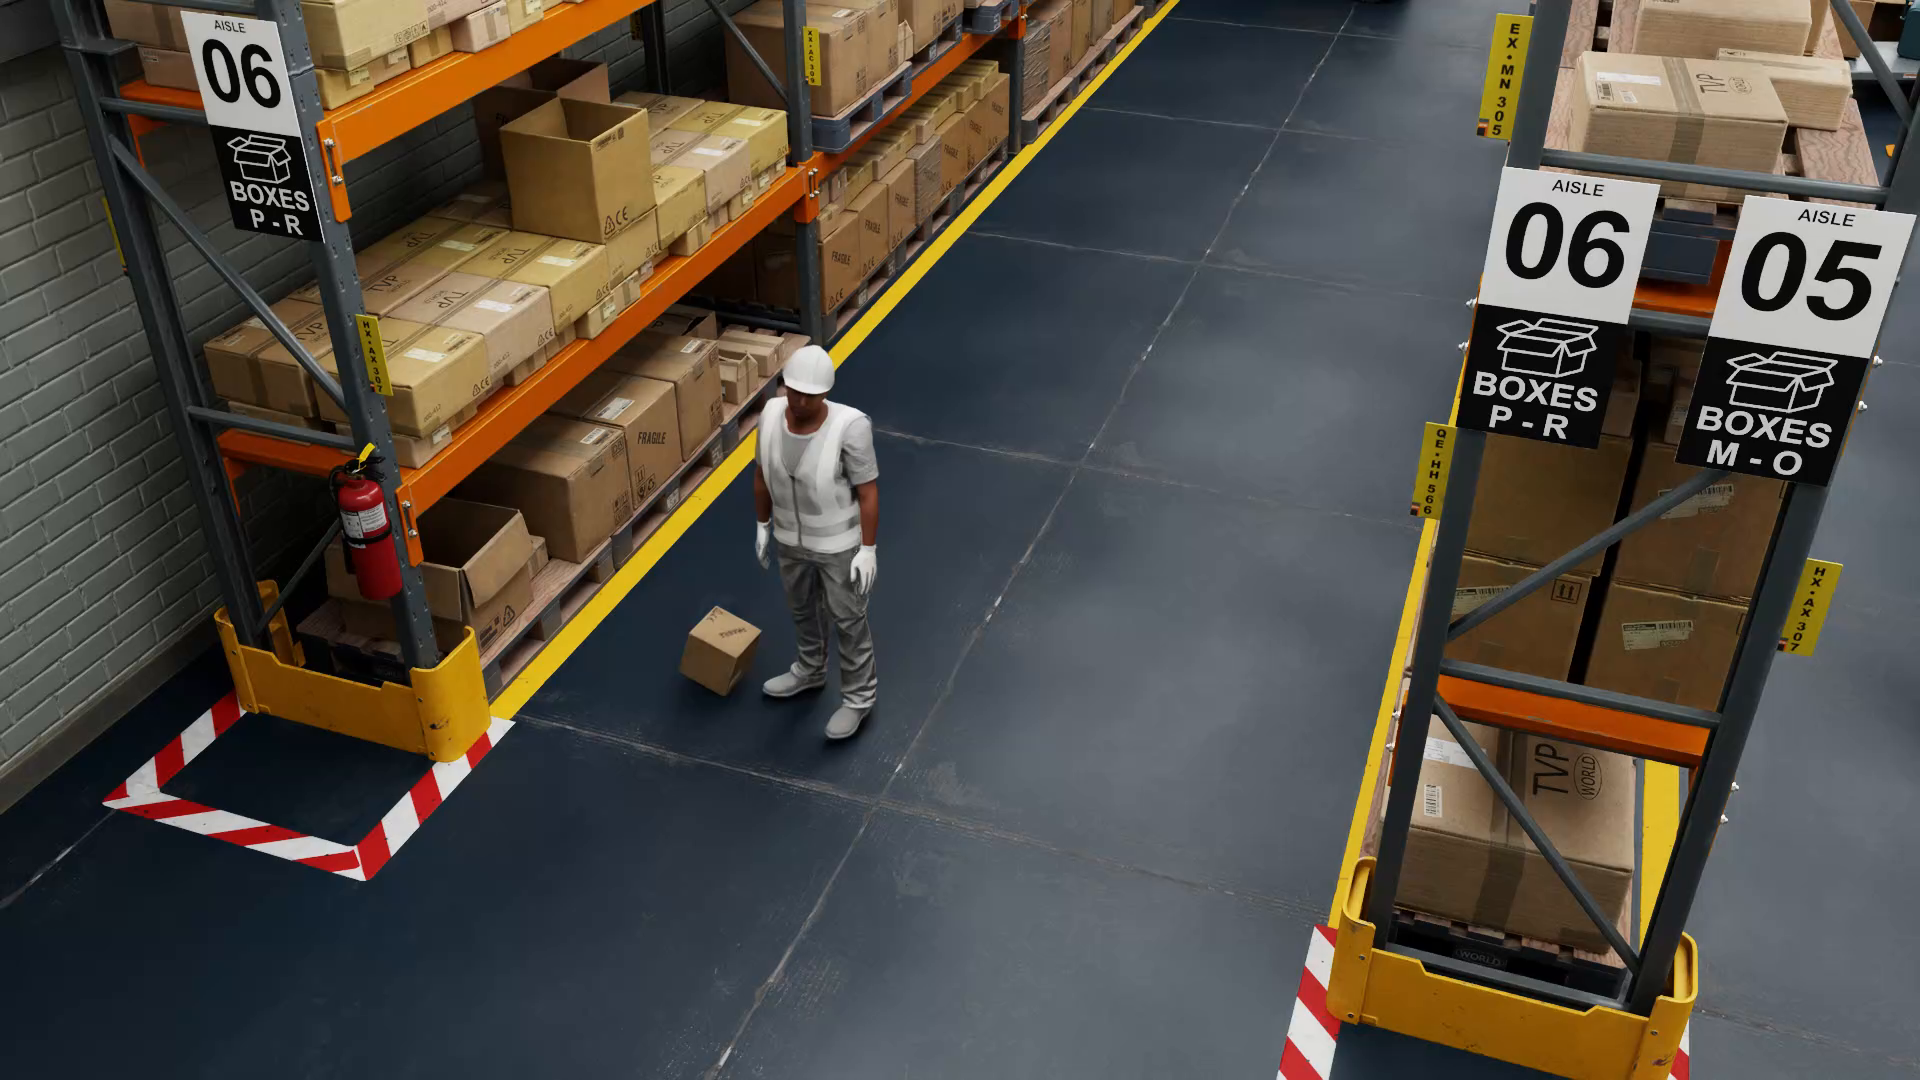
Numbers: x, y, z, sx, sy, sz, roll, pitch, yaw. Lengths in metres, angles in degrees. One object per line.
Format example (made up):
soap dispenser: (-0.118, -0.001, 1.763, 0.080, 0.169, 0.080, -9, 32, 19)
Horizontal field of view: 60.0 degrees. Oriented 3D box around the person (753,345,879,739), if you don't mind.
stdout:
person: (-0.610, 0.015, 7.047, 0.634, 1.781, 0.436, 17, 36, 24)
